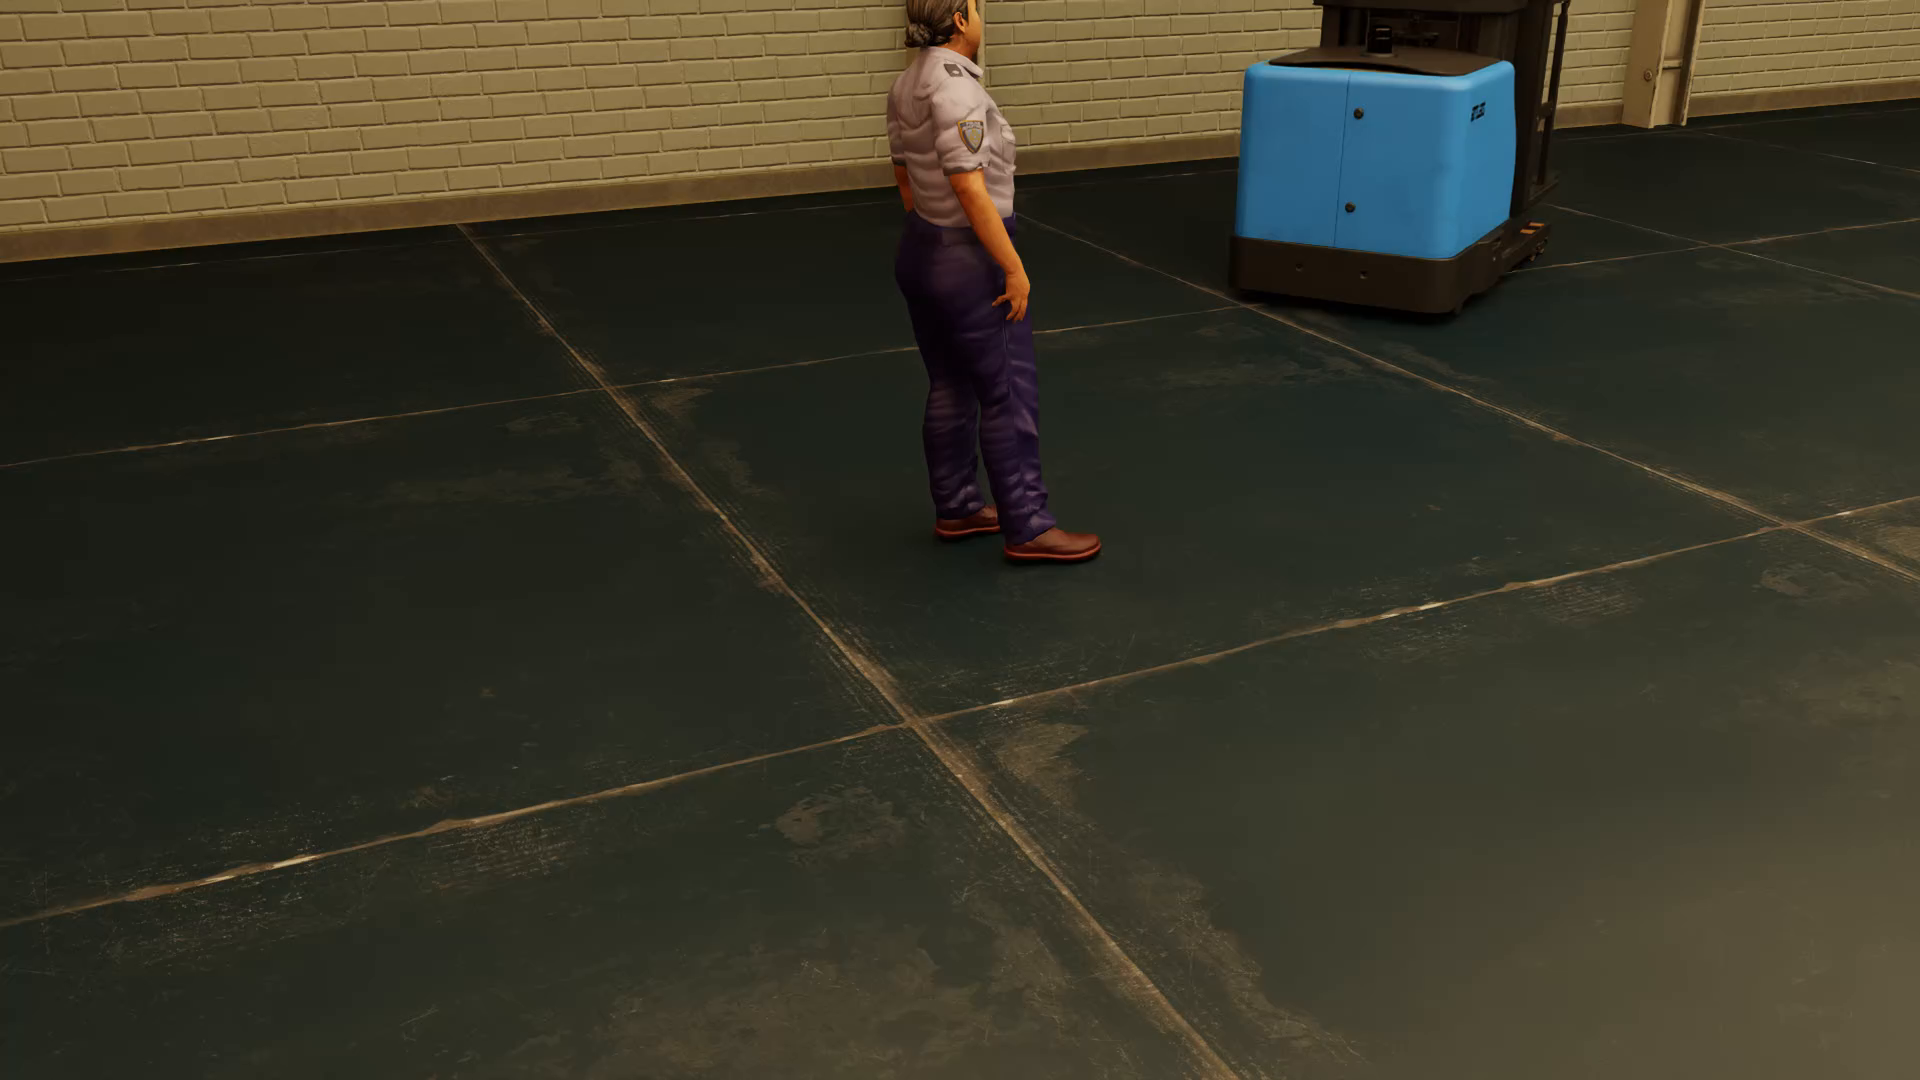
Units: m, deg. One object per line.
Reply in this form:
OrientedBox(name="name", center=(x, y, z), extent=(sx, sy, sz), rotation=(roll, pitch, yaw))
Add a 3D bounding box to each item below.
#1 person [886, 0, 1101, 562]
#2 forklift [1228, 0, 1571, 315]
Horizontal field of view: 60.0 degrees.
OrientedBox(name="person", center=(0.091, -0.775, 4.803), extent=(0.503, 1.651, 0.598), rotation=(-10, 25, -23))
OrientedBox(name="forklift", center=(2.444, -2.869, 8.192), extent=(1.130, 2.935, 3.031), rotation=(13, 26, 28))
